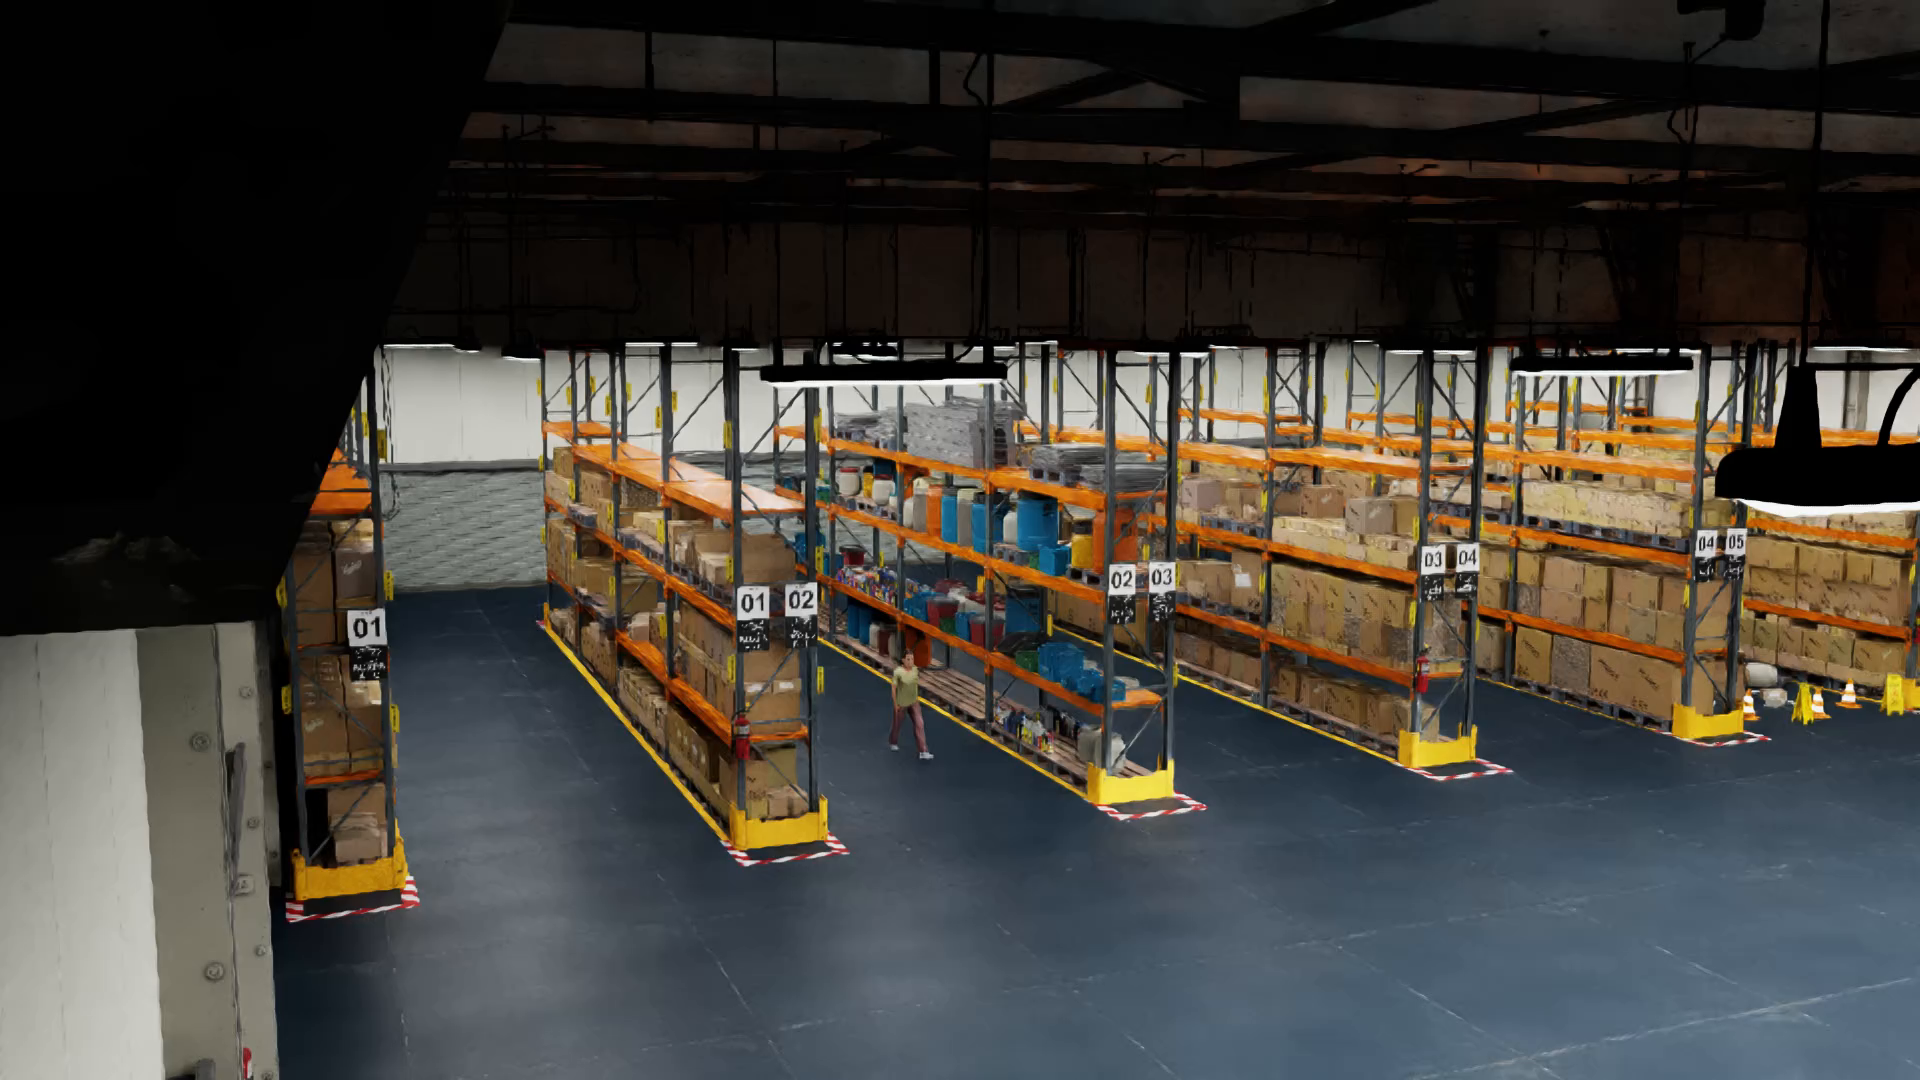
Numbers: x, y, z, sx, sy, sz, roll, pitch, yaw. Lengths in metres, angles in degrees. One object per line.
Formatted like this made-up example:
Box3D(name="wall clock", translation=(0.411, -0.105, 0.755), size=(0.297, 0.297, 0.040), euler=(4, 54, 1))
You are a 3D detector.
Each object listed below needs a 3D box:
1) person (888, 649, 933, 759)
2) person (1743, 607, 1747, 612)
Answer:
Box3D(name="person", translation=(-0.780, 2.367, 24.310), size=(0.451, 1.586, 1.095), euler=(-3, 8, -24))
Box3D(name="person", translation=(15.656, 1.149, 32.971), size=(0.640, 1.788, 0.495), euler=(6, 9, 37))
